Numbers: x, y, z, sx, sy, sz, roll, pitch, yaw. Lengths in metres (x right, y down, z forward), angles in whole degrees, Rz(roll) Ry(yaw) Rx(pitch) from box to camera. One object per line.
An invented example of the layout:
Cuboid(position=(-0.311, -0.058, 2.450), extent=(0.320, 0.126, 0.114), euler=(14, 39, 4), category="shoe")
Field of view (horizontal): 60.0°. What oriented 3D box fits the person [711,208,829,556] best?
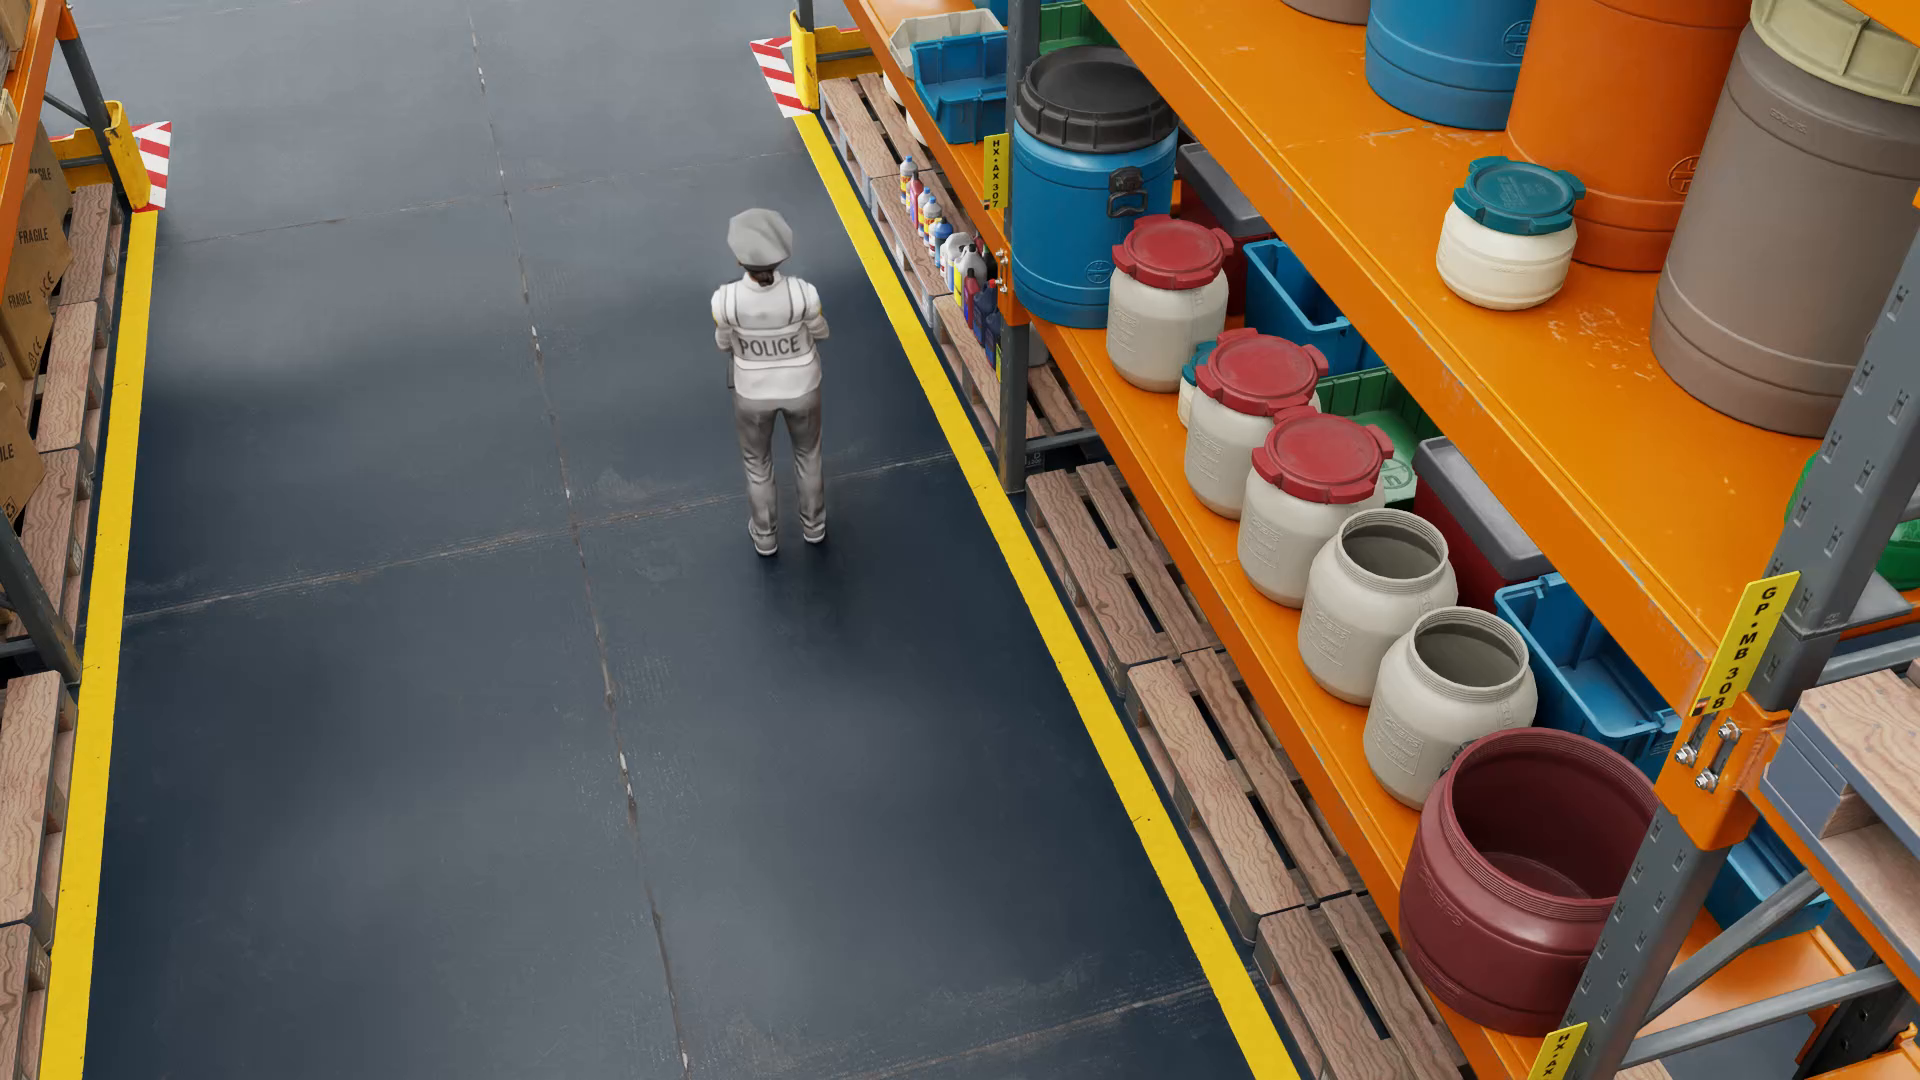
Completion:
Cuboid(position=(-0.760, -0.673, 6.879), extent=(0.459, 1.687, 0.554), euler=(-5, 43, -6), category="person")
